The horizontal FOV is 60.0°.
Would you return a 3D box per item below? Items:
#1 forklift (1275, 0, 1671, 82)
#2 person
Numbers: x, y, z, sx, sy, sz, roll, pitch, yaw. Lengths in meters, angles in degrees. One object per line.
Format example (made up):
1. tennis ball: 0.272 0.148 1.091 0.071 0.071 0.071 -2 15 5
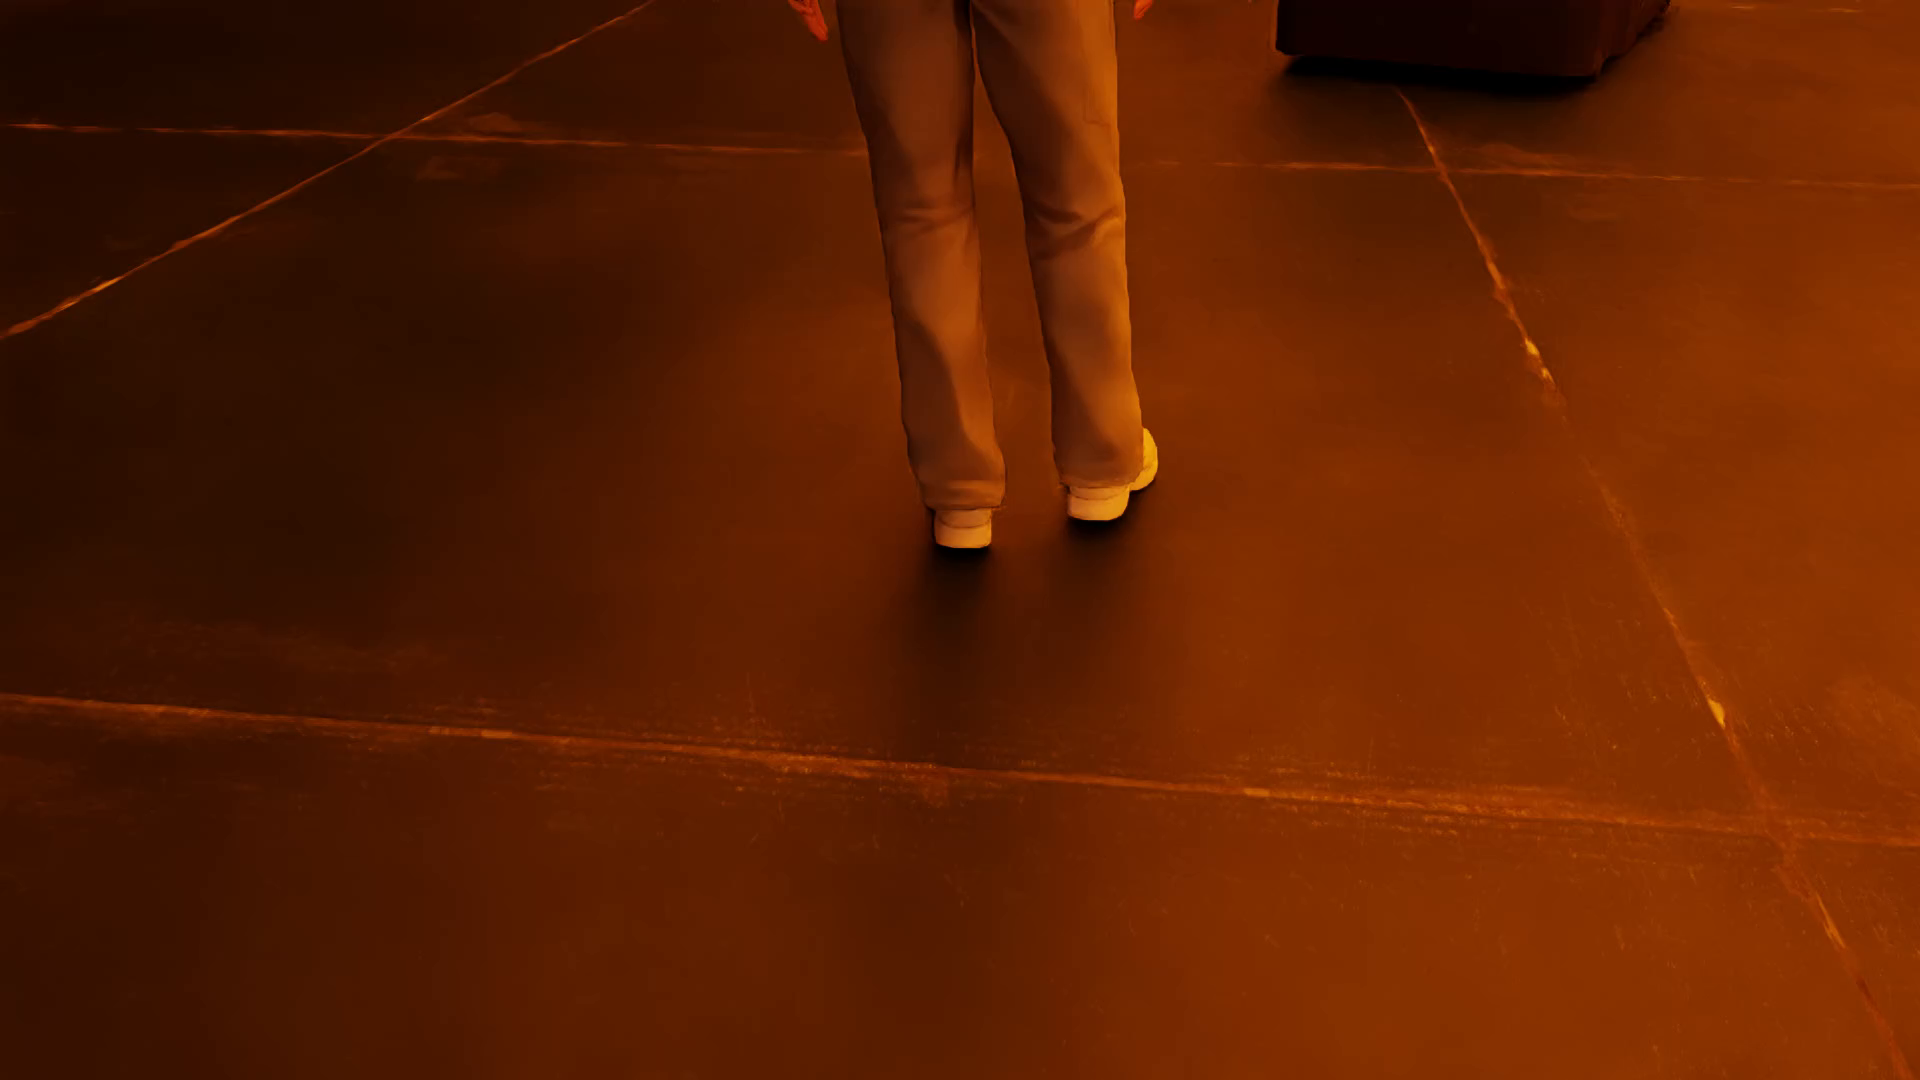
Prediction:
1. forklift: 2.216 -3.408 6.049 1.130 2.935 3.031 13 29 24
2. person: 0.023 -0.788 2.187 0.550 1.674 0.548 3 27 7
